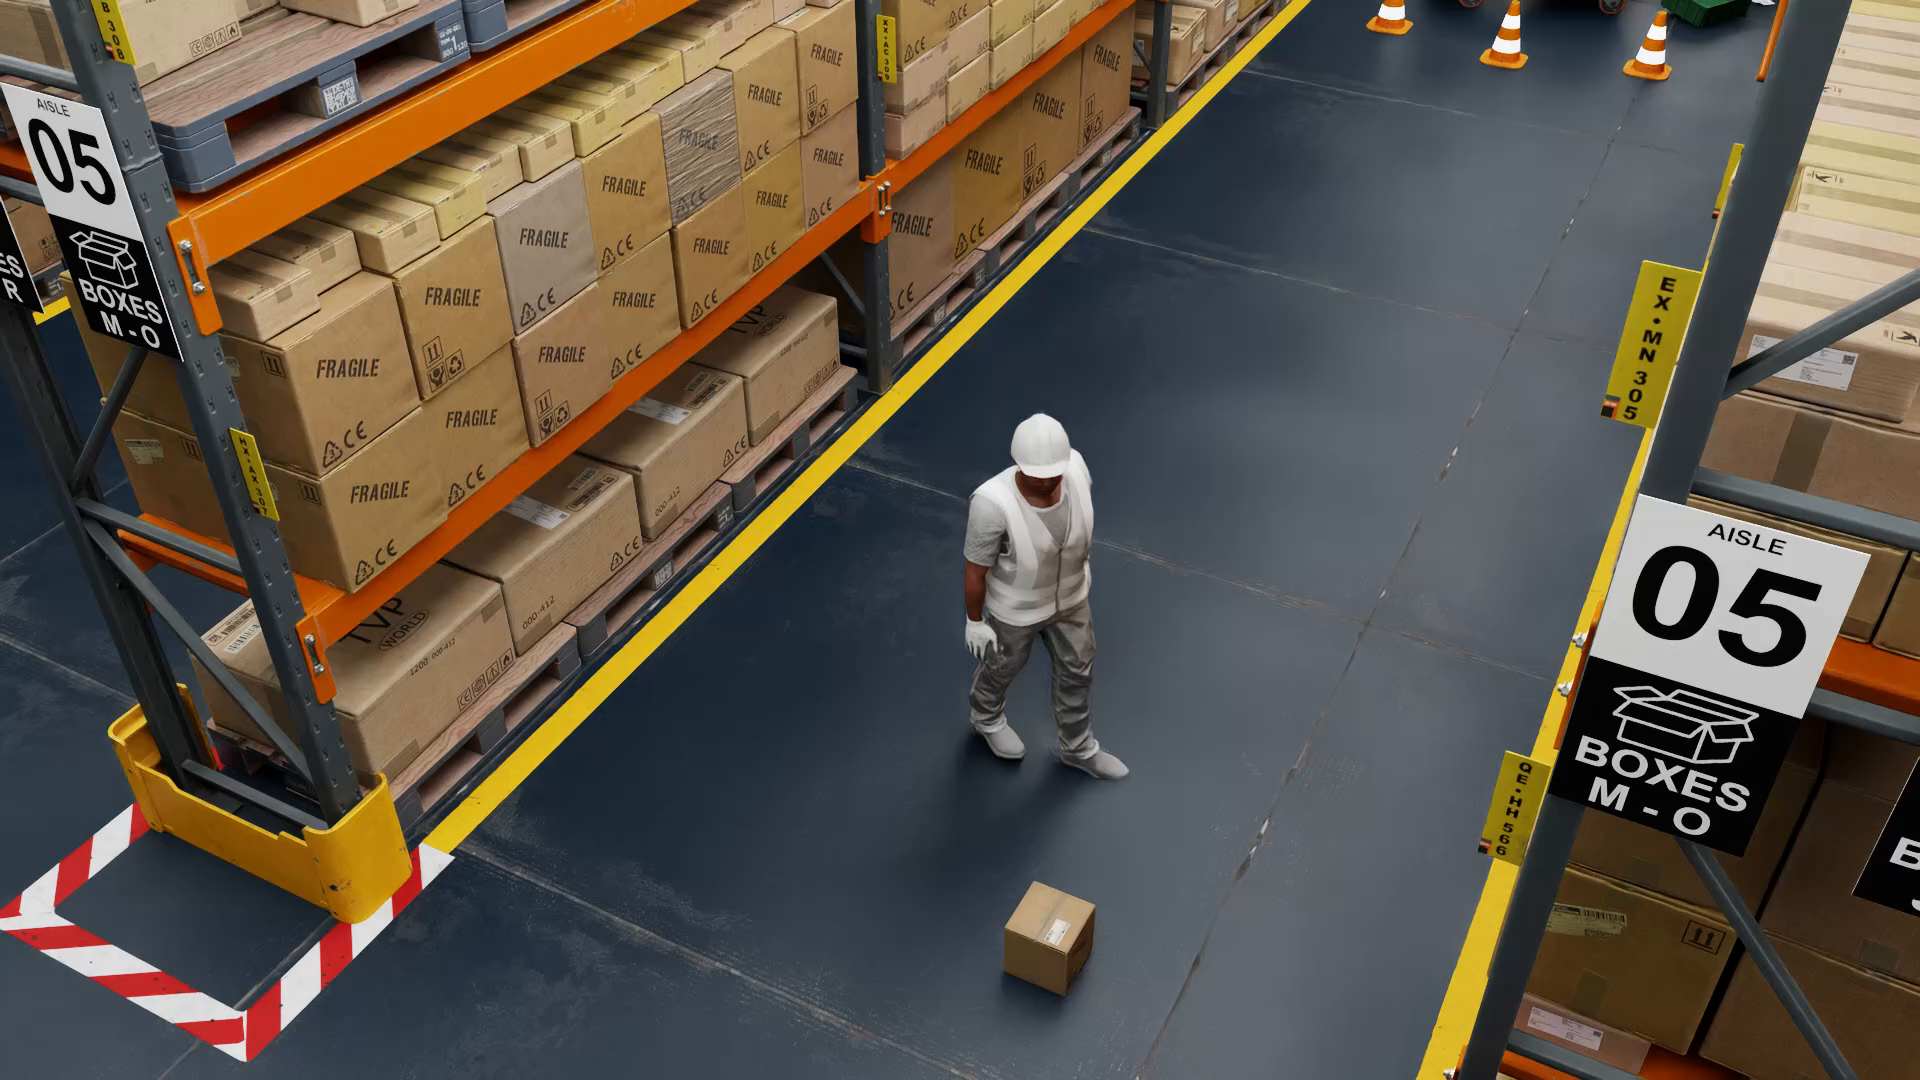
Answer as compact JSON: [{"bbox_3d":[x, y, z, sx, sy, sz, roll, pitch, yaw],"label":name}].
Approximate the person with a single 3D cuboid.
[{"bbox_3d":[0.292,0.232,6.447,0.646,1.803,0.596,-21,42,-25],"label":"person"}]
